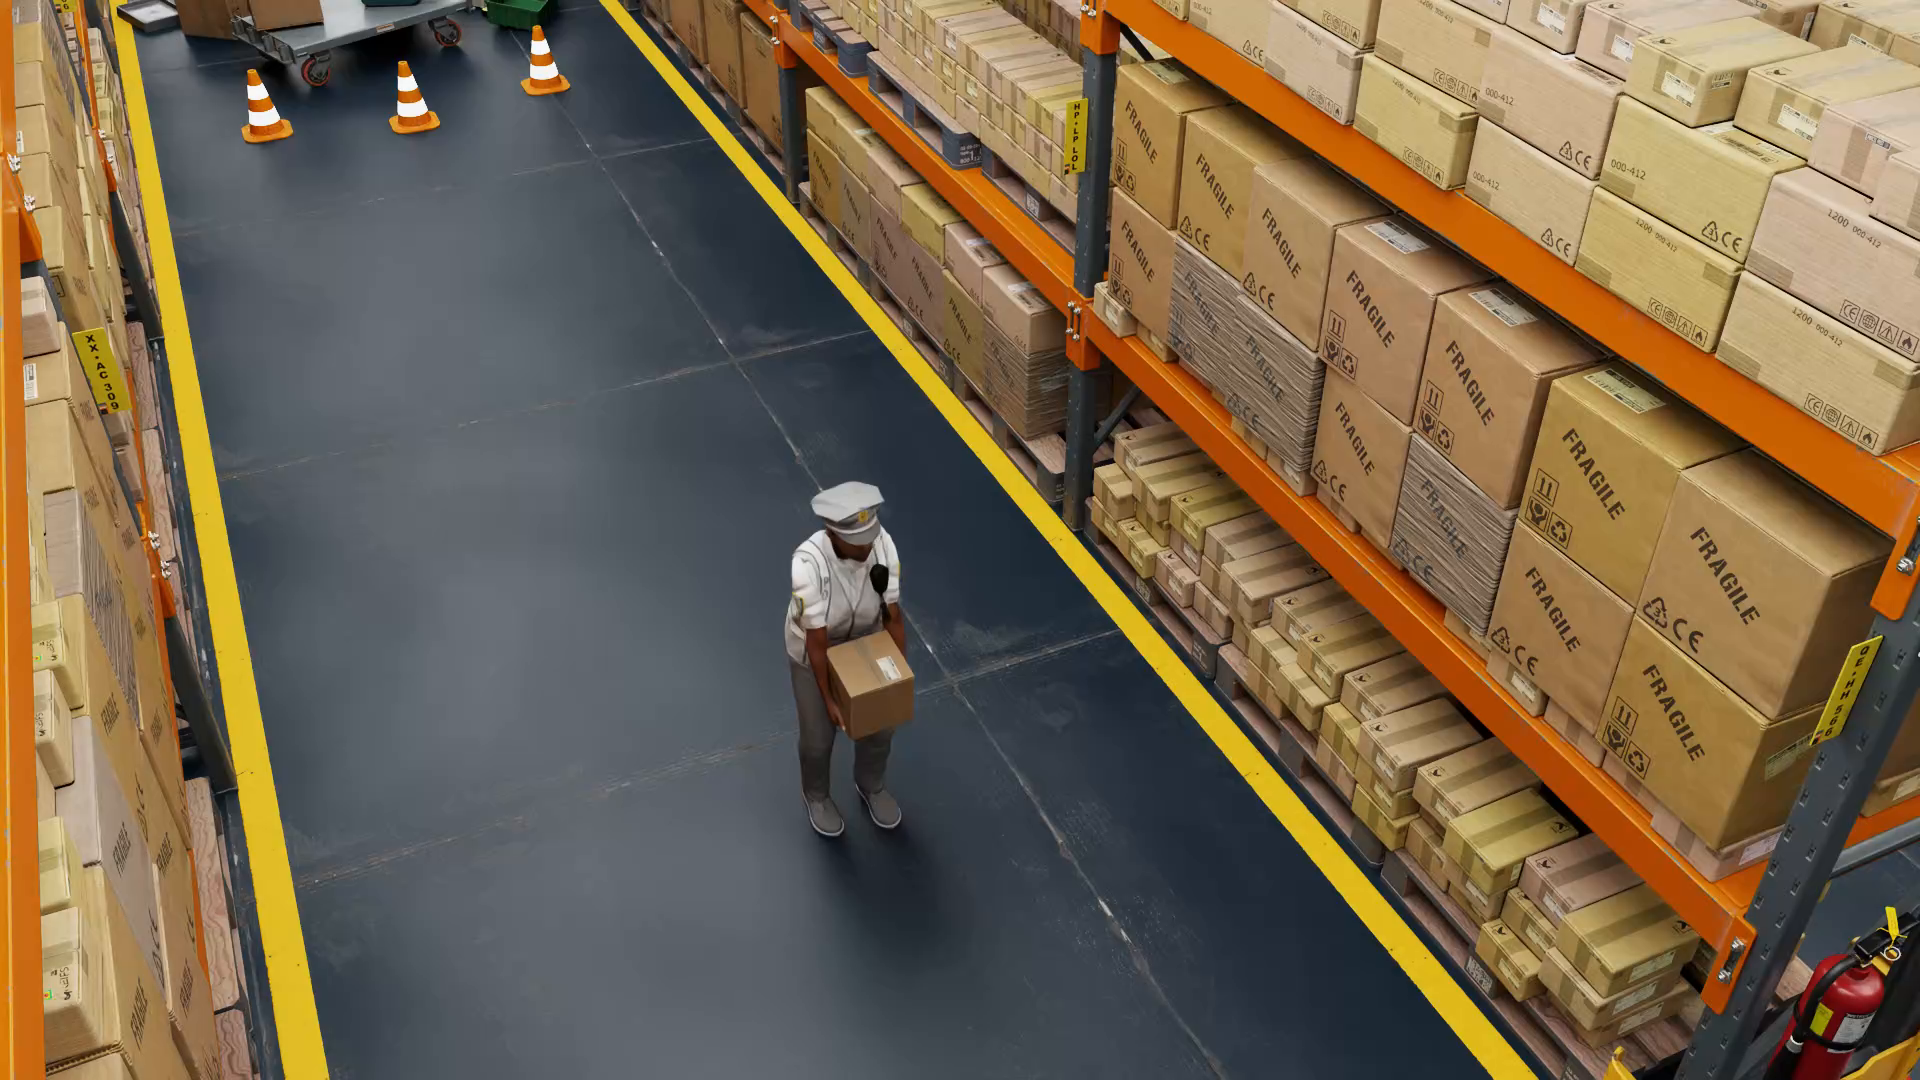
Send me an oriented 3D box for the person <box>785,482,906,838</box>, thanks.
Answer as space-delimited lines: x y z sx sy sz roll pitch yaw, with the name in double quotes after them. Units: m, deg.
-0.414 0.468 6.266 0.416 1.646 0.555 -17 40 -20 "person"
